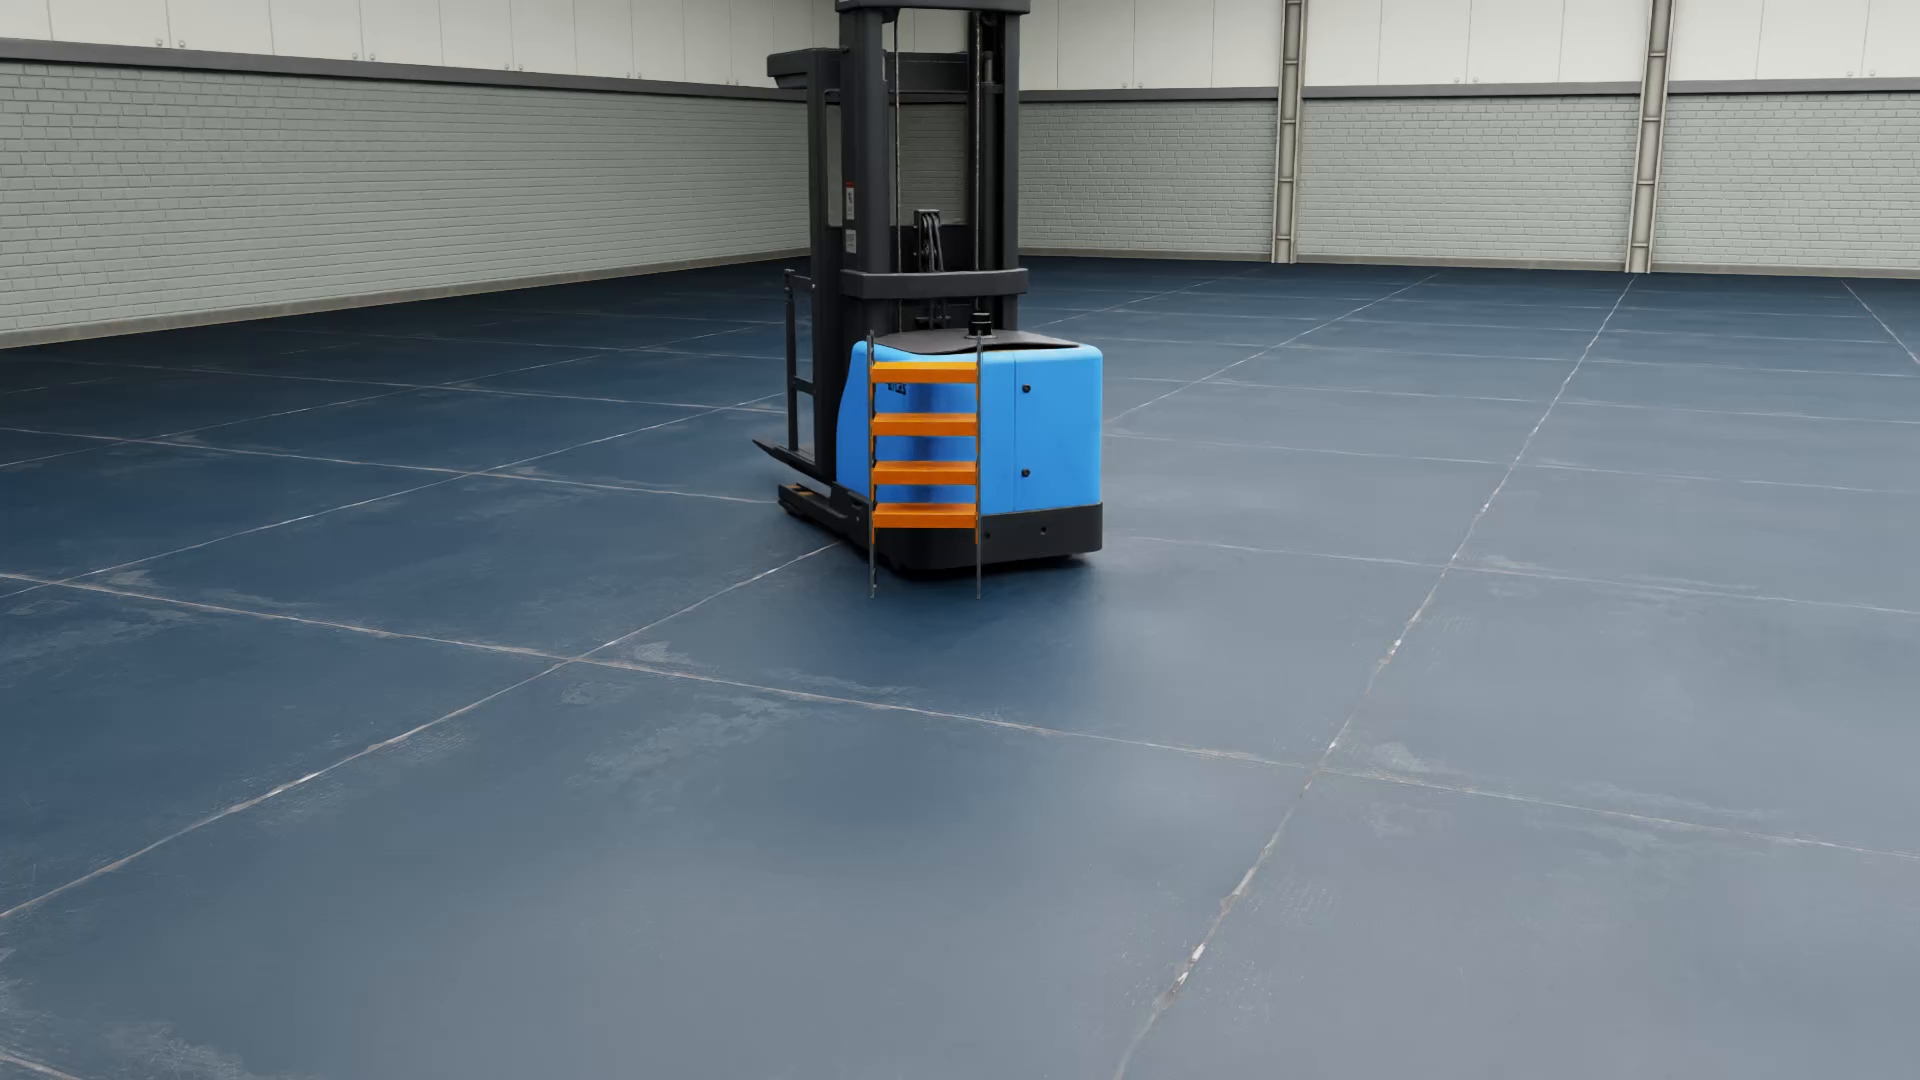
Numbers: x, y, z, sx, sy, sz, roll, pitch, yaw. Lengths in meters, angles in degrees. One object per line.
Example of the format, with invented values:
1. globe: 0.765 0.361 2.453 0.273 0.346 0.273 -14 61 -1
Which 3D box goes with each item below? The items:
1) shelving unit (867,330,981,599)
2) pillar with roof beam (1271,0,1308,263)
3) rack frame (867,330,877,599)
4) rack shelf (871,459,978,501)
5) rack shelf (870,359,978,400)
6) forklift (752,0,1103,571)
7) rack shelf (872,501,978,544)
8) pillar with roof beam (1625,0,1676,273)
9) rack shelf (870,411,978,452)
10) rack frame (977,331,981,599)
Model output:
1. shelving unit: -0.157 -0.341 7.583 0.503 1.200 0.258 0 13 1
2. pillar with roof beam: 4.156 -8.537 25.438 0.400 9.000 9.100 6 14 23
3. rack frame: -0.401 -0.343 7.588 0.015 1.200 0.240 0 13 1
4. rack shelf: -0.157 -0.276 7.599 0.480 0.148 0.258 0 13 1
5. rack shelf: -0.157 -0.724 7.493 0.480 0.148 0.258 0 13 1
6. forklift: -0.372 -1.570 9.029 1.130 2.935 3.031 -6 15 -24
7. rack shelf: -0.157 -0.083 7.644 0.480 0.148 0.258 0 13 1
8. pillar with roof beam: 9.642 -7.982 23.072 0.400 9.000 9.100 6 14 23
9. rack shelf: -0.157 -0.494 7.547 0.480 0.148 0.258 0 13 1
10. rack frame: 0.087 -0.340 7.578 0.015 1.200 0.240 0 13 1
